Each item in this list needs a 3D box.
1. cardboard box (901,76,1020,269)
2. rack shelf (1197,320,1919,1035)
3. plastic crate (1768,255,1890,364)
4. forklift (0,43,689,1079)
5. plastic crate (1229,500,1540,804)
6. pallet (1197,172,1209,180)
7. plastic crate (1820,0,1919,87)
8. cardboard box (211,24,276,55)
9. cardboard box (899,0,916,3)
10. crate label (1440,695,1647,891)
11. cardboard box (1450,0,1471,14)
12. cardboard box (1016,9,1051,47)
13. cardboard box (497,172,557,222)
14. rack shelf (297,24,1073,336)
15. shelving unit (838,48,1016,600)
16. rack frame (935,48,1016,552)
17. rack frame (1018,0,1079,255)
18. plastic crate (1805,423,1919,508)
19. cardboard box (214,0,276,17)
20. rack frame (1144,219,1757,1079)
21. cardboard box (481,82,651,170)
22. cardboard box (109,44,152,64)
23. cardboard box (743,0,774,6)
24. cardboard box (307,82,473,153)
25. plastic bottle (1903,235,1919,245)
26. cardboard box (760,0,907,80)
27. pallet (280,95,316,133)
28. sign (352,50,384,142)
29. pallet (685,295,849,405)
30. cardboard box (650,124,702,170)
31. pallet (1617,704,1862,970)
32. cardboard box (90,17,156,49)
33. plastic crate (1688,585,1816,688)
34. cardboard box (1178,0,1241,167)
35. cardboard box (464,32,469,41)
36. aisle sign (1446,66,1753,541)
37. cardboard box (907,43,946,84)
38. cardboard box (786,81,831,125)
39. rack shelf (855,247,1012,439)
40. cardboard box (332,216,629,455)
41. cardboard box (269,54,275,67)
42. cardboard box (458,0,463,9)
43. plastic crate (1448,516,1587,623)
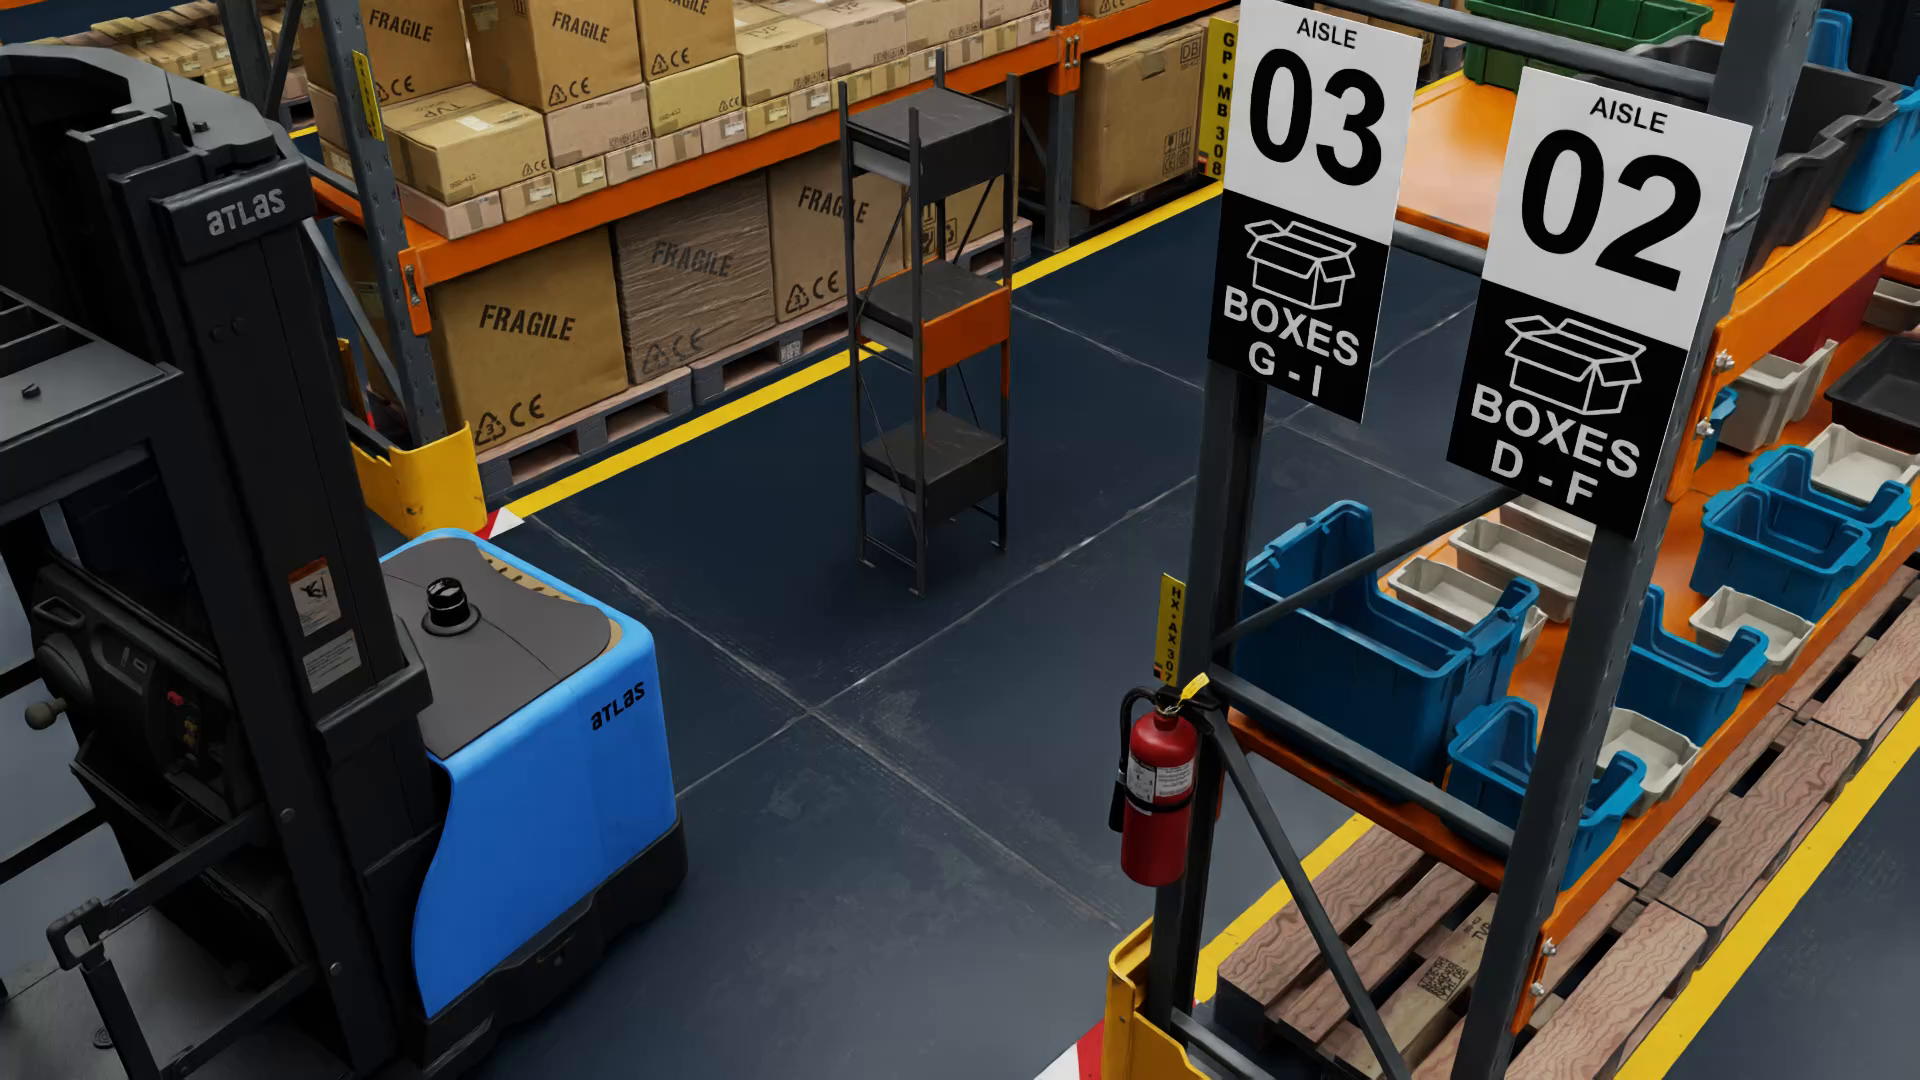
[{"bbox_3d":[-0.283,-2.169,9.228,0.875,0.875,0.875,30,45,35],"label":"cardboard box"},{"bbox_3d":[2.344,0.000,5.257,1.077,0.370,4.000,30,45,35],"label":"rack shelf"},{"bbox_3d":[2.946,-0.897,5.805,0.402,0.464,0.583,30,45,35],"label":"plastic crate"},{"bbox_3d":[-2.199,0.450,4.042,1.130,2.935,3.031,24,41,30],"label":"forklift"},{"bbox_3d":[1.039,0.266,4.163,0.616,0.435,0.499,30,45,35],"label":"plastic crate"},{"bbox_3d":[1.588,-2.801,11.082,1.003,0.211,1.213,30,45,35],"label":"pallet"},{"bbox_3d":[2.207,-1.198,3.777,0.504,0.338,0.767,30,45,35],"label":"plastic crate"},{"bbox_3d":[-4.723,-3.296,10.959,0.250,0.149,0.380,-28,44,-34],"label":"cardboard box"},{"bbox_3d":[-0.251,-2.975,8.110,0.500,0.500,0.500,-29,44,-35],"label":"cardboard box"},{"bbox_3d":[1.343,0.593,3.871,0.416,0.233,0.303,30,45,35],"label":"crate label"},{"bbox_3d":[3.515,-4.162,12.397,0.700,0.500,0.500,27,43,33],"label":"cardboard box"},{"bbox_3d":[0.256,-2.745,8.783,0.250,0.149,0.380,-30,45,-35],"label":"cardboard box"},{"bbox_3d":[-1.916,-1.493,6.987,0.380,0.149,0.250,29,44,35],"label":"cardboard box"},{"bbox_3d":[-1.171,-1.997,8.119,1.077,0.370,4.000,30,45,35],"label":"rack shelf"},{"bbox_3d":[-0.117,-0.794,6.553,0.431,2.100,0.503,30,45,35],"label":"shelving unit"},{"bbox_3d":[0.055,-0.893,6.695,0.400,2.100,0.015,30,45,35],"label":"rack frame"},{"bbox_3d":[0.239,-3.103,9.078,1.000,3.000,0.127,30,45,35],"label":"rack frame"},{"bbox_3d":[2.740,-0.196,5.086,0.293,0.136,0.466,30,45,35],"label":"plastic crate"},{"bbox_3d":[-4.883,-3.592,11.384,0.380,0.149,0.250,28,44,34],"label":"cardboard box"},{"bbox_3d":[0.935,0.516,3.887,1.000,3.000,0.127,30,45,35],"label":"rack frame"},{"bbox_3d":[-1.688,-1.840,7.137,0.500,0.250,0.500,29,44,35],"label":"cardboard box"},{"bbox_3d":[-5.309,-3.003,10.539,0.250,0.149,0.380,-29,44,-35],"label":"cardboard box"},{"bbox_3d":[-0.993,-2.666,8.322,0.500,0.250,0.500,-29,44,-35],"label":"cardboard box"},{"bbox_3d":[-2.427,-1.844,7.143,0.500,0.250,0.500,29,44,35],"label":"cardboard box"},{"bbox_3d":[3.802,-1.347,6.667,0.152,0.276,0.135,30,45,35],"label":"plastic bottle"},{"bbox_3d":[-0.609,-2.461,8.027,0.500,0.250,0.500,-29,44,-35],"label":"cardboard box"},{"bbox_3d":[-4.518,-3.215,11.676,1.003,0.211,1.213,30,45,35],"label":"pallet"},{"bbox_3d":[-2.190,-1.641,6.155,0.100,0.325,0.005,30,45,35],"label":"sign"},{"bbox_3d":[-1.212,-1.185,8.765,1.003,0.211,1.213,30,45,35],"label":"pallet"},{"bbox_3d":[-1.373,-1.806,7.437,0.380,0.149,0.250,29,44,34],"label":"cardboard box"},{"bbox_3d":[2.403,0.848,5.849,1.003,0.211,1.213,30,45,35],"label":"pallet"},{"bbox_3d":[-5.525,-3.319,10.992,0.380,0.149,0.250,29,44,34],"label":"cardboard box"},{"bbox_3d":[2.105,0.260,4.433,0.250,0.136,0.298,30,45,35],"label":"plastic crate"},{"bbox_3d":[1.304,-3.035,10.470,1.225,0.875,0.875,28,44,34],"label":"cardboard box"},{"bbox_3d":[-3.627,-3.645,11.979,0.380,0.149,0.250,28,44,34],"label":"cardboard box"},{"bbox_3d":[1.095,-0.401,2.930,0.394,0.787,0.004,30,45,35],"label":"aisle sign"},{"bbox_3d":[-0.287,-2.432,8.334,0.250,0.149,0.380,-29,44,-35],"label":"cardboard box"},{"bbox_3d":[-0.829,-2.120,7.887,0.250,0.149,0.380,-29,44,-35],"label":"cardboard box"},{"bbox_3d":[-0.117,-0.783,6.561,0.431,0.518,0.480,30,45,35],"label":"rack shelf"},{"bbox_3d":[-2.186,-1.073,7.656,0.875,0.875,0.875,30,45,35],"label":"cardboard box"},{"bbox_3d":[-4.757,-3.184,11.058,0.380,0.149,0.250,27,43,33],"label":"cardboard box"},{"bbox_3d":[-3.598,-3.918,11.850,0.380,0.149,0.250,29,44,35],"label":"cardboard box"},{"bbox_3d":[1.596,0.084,4.685,0.396,0.136,0.243,30,45,35],"label":"plastic crate"}]
